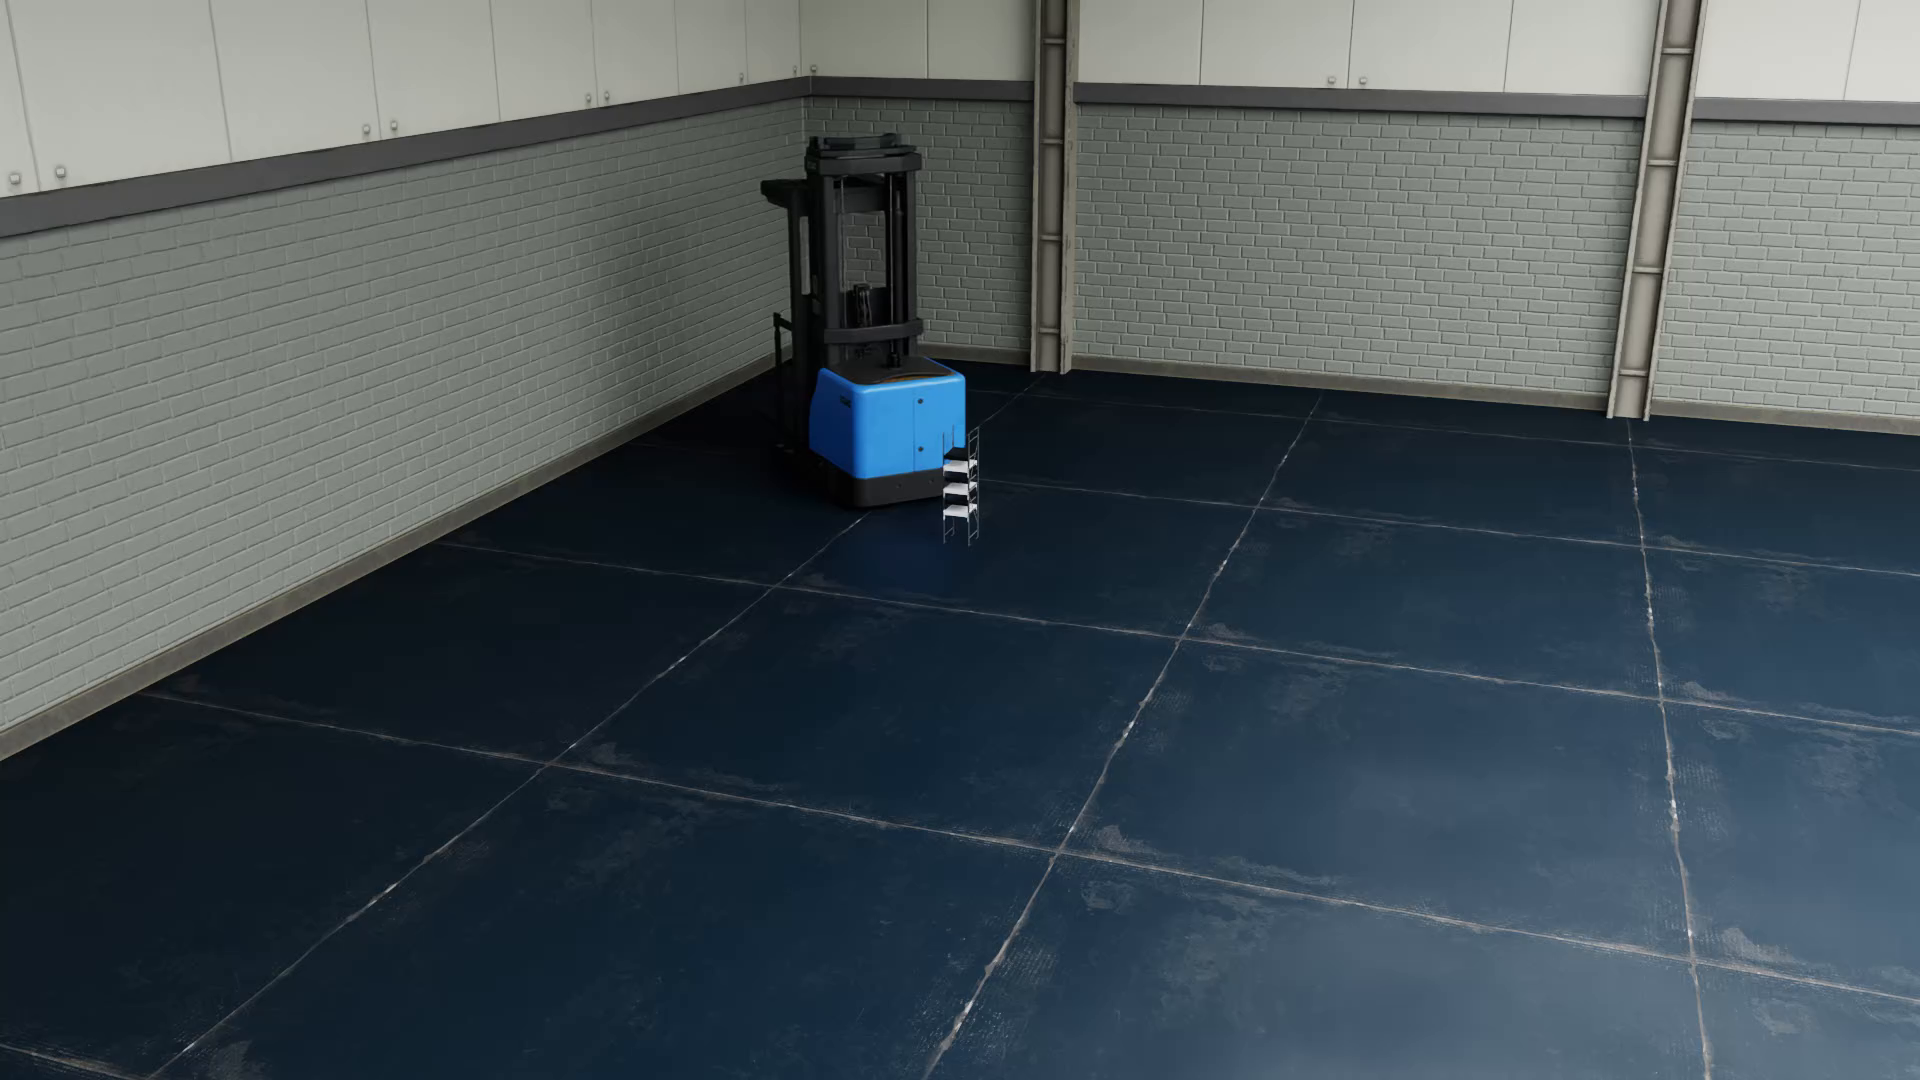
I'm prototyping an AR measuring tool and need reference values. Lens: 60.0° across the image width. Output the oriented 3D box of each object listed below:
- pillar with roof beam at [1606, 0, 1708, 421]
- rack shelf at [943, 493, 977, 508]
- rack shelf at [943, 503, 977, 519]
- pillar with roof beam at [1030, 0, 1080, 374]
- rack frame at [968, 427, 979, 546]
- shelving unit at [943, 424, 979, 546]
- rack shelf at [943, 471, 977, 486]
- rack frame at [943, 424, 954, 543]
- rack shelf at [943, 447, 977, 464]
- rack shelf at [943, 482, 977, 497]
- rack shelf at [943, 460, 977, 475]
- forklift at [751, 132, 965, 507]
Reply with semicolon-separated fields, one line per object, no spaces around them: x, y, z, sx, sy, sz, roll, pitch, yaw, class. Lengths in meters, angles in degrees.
5.267;-4.157;11.331;0.400;9.000;9.100;7;20;18;pillar with roof beam
0.008;-0.308;12.966;0.200;0.077;0.258;7;20;18;rack shelf
0.008;-0.223;12.996;0.200;0.077;0.258;7;20;18;rack shelf
-0.400;-4.805;13.190;0.400;9.000;9.100;7;20;18;pillar with roof beam
0.104;-0.413;12.894;0.006;0.900;0.240;7;20;18;rack frame
0.008;-0.424;12.926;0.210;0.900;0.258;7;20;18;shelving unit
0.008;-0.478;12.907;0.200;0.077;0.258;7;20;18;rack shelf
-0.088;-0.435;12.957;0.006;0.900;0.240;7;20;18;rack frame
0.008;-0.648;12.848;0.200;0.077;0.258;7;20;18;rack shelf
0.008;-0.393;12.937;0.200;0.077;0.258;7;20;18;rack shelf
0.008;-0.563;12.877;0.200;0.077;0.258;7;20;18;rack shelf
-1.055;-2.096;14.635;1.130;2.935;3.031;-9;21;-25;forklift
